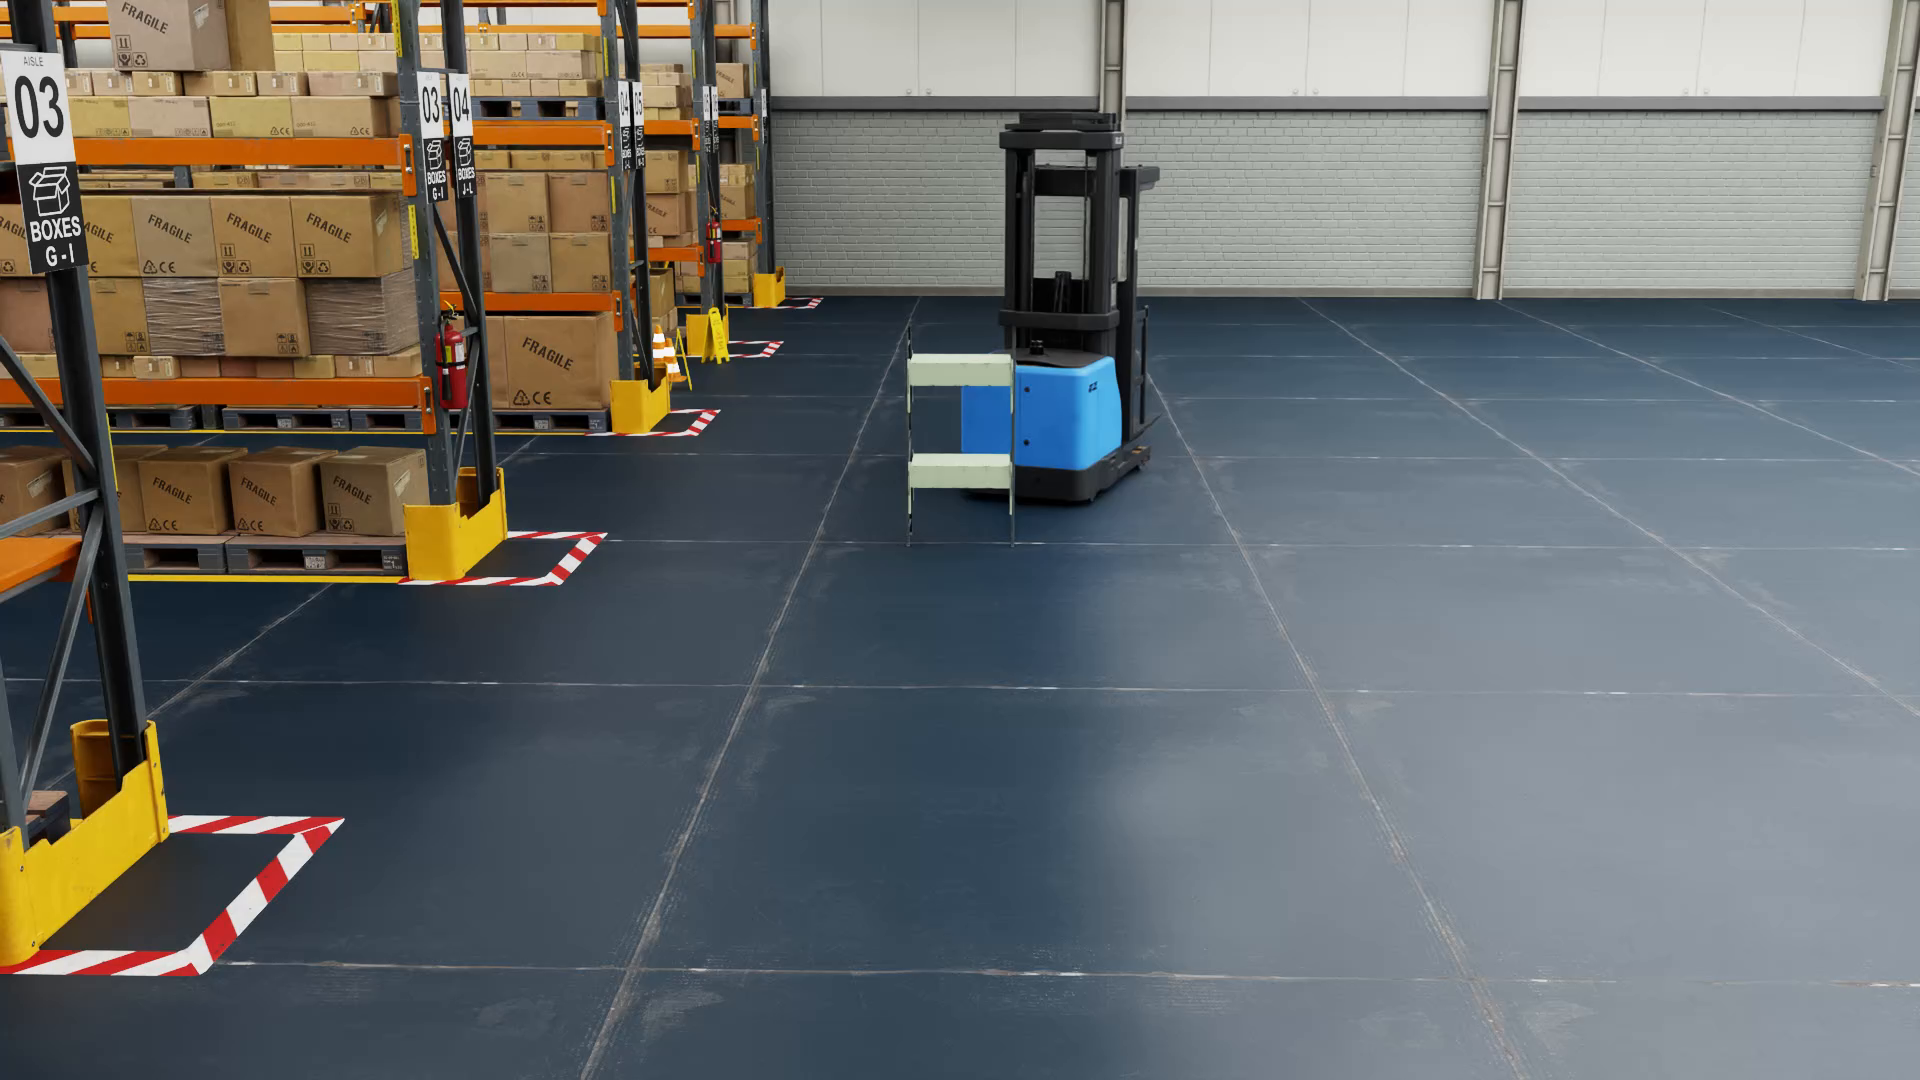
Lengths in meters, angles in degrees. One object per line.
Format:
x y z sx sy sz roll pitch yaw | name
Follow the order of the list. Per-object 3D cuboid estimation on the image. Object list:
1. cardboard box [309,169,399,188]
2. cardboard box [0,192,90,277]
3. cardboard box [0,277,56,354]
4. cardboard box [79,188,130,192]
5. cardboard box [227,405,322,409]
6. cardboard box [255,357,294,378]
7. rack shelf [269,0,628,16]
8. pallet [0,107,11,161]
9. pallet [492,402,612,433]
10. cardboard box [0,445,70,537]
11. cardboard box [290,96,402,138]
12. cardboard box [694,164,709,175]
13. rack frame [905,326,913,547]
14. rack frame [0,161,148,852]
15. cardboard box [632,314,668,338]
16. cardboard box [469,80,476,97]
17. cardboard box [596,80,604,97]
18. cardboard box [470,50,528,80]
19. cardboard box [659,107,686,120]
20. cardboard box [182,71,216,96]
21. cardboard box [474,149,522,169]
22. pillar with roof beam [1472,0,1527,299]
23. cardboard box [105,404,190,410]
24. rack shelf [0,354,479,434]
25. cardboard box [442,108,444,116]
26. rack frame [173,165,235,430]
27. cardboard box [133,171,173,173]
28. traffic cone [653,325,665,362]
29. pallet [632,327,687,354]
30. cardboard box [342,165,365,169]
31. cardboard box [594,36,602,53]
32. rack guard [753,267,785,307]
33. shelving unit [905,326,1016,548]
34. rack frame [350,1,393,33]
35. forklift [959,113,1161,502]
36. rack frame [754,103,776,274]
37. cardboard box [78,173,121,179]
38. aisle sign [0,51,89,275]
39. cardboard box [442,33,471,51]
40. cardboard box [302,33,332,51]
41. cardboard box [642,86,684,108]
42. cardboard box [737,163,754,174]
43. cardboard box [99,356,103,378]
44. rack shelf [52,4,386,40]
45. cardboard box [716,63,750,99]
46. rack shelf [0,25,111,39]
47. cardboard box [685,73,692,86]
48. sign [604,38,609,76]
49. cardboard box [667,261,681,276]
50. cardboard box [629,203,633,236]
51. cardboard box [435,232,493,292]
-5.661 -3.195 15.661 0.550 0.550 0.875 0 15 1 | cardboard box
-5.903 -1.962 10.657 0.500 0.500 0.500 0 15 1 | cardboard box
-5.896 -1.544 11.032 0.500 0.500 0.875 0 15 1 | cardboard box
-5.889 -2.097 11.168 0.500 0.500 0.500 0 15 1 | cardboard box
-6.491 -1.778 16.042 0.875 0.875 0.875 1 15 2 | cardboard box
-4.388 -1.158 10.840 0.250 0.149 0.380 0 15 1 | cardboard box
-5.119 -4.971 15.235 4.000 0.370 1.077 0 15 1 | rack shelf
-4.298 -1.460 5.986 1.213 0.211 1.003 0 15 1 | pallet
-3.921 -1.235 16.108 1.213 0.211 1.003 0 15 1 | pallet
-6.374 -0.340 11.325 0.500 0.500 0.500 5 16 19 | cardboard box
-3.836 -2.650 10.419 0.500 0.250 0.500 1 15 3 | cardboard box
-3.844 -5.570 25.022 0.250 0.149 0.380 1 15 3 | cardboard box
-0.359 -0.728 11.658 0.023 1.500 0.400 0 15 1 | rack frame
-3.474 -0.071 6.229 0.127 3.000 1.000 0 15 1 | rack frame
-3.933 -2.672 20.653 0.500 0.250 0.500 0 15 1 | cardboard box
-4.478 -4.101 15.097 0.250 0.149 0.380 0 15 1 | cardboard box
-3.454 -4.263 15.710 0.250 0.149 0.380 0 15 2 | cardboard box
-4.116 -4.307 15.096 0.500 0.250 0.500 0 15 2 | cardboard box
-3.458 -5.121 19.983 0.250 0.149 0.380 0 15 2 | cardboard box
-4.662 -2.861 10.438 0.250 0.149 0.380 1 15 2 | cardboard box
-5.647 -4.486 20.223 0.500 0.500 0.700 0 15 0 | cardboard box
8.242 -7.086 21.059 0.400 9.000 9.100 0 15 1 | pillar with roof beam
-7.741 -1.721 16.069 0.750 0.750 1.050 0 15 1 | cardboard box
-5.346 -0.999 11.158 4.000 0.370 1.077 0 15 1 | rack shelf
-6.276 -5.162 20.139 0.250 0.149 0.380 0 15 1 | cardboard box
-7.118 -2.624 15.907 0.127 3.000 1.000 0 15 1 | rack frame
-10.113 -4.376 20.944 0.500 0.500 0.500 0 15 1 | cardboard box
-3.557 -2.309 19.683 0.334 0.463 0.336 0 15 1 | traffic cone
-3.981 -2.528 21.007 1.213 0.211 1.003 0 15 1 | pallet
-7.554 -4.690 20.861 0.250 0.149 0.380 0 15 1 | cardboard box
-3.445 -4.648 15.606 0.250 0.149 0.380 1 15 2 | cardboard box
-2.947 -3.918 25.712 0.348 0.500 1.175 0 15 1 | rack guard
0.007 -0.725 11.649 0.755 1.500 0.431 0 15 1 | shelving unit
-7.093 -6.788 19.929 0.127 3.000 1.000 0 15 1 | rack frame
1.000 -2.045 13.845 1.130 2.935 3.031 6 16 20 | forklift
-2.971 -5.127 25.394 0.127 3.000 1.000 0 15 1 | rack frame
-10.647 -4.247 20.454 0.500 0.500 0.500 0 15 0 | cardboard box
-3.394 -1.402 6.179 0.004 0.787 0.394 0 15 1 | aisle sign
-4.479 -4.487 14.996 0.250 0.149 0.380 0 15 2 | cardboard box
-5.744 -4.495 15.028 0.250 0.149 0.380 1 15 2 | cardboard box
-3.612 -5.318 19.946 0.500 0.250 0.500 0 15 1 | cardboard box
-3.301 -5.690 25.475 0.250 0.149 0.380 0 15 0 | cardboard box
-5.639 -1.154 10.827 0.250 0.149 0.380 0 15 1 | cardboard box
-9.092 -6.260 20.121 4.000 0.370 1.077 0 15 1 | rack shelf
-3.420 -6.818 24.707 0.500 0.500 0.500 1 15 3 | cardboard box
-12.968 -7.552 25.018 4.000 0.370 1.077 0 15 1 | rack shelf
-3.444 -5.630 20.349 0.250 0.149 0.380 0 15 1 | cardboard box
-3.147 -4.300 14.799 0.005 0.325 0.100 0 15 1 | sign
-4.483 -4.170 25.352 0.500 0.250 0.500 0 15 0 | cardboard box
-4.144 -3.991 20.309 0.500 0.500 0.500 0 15 2 | cardboard box
-4.598 -2.695 15.882 0.550 0.550 0.875 0 15 1 | cardboard box
